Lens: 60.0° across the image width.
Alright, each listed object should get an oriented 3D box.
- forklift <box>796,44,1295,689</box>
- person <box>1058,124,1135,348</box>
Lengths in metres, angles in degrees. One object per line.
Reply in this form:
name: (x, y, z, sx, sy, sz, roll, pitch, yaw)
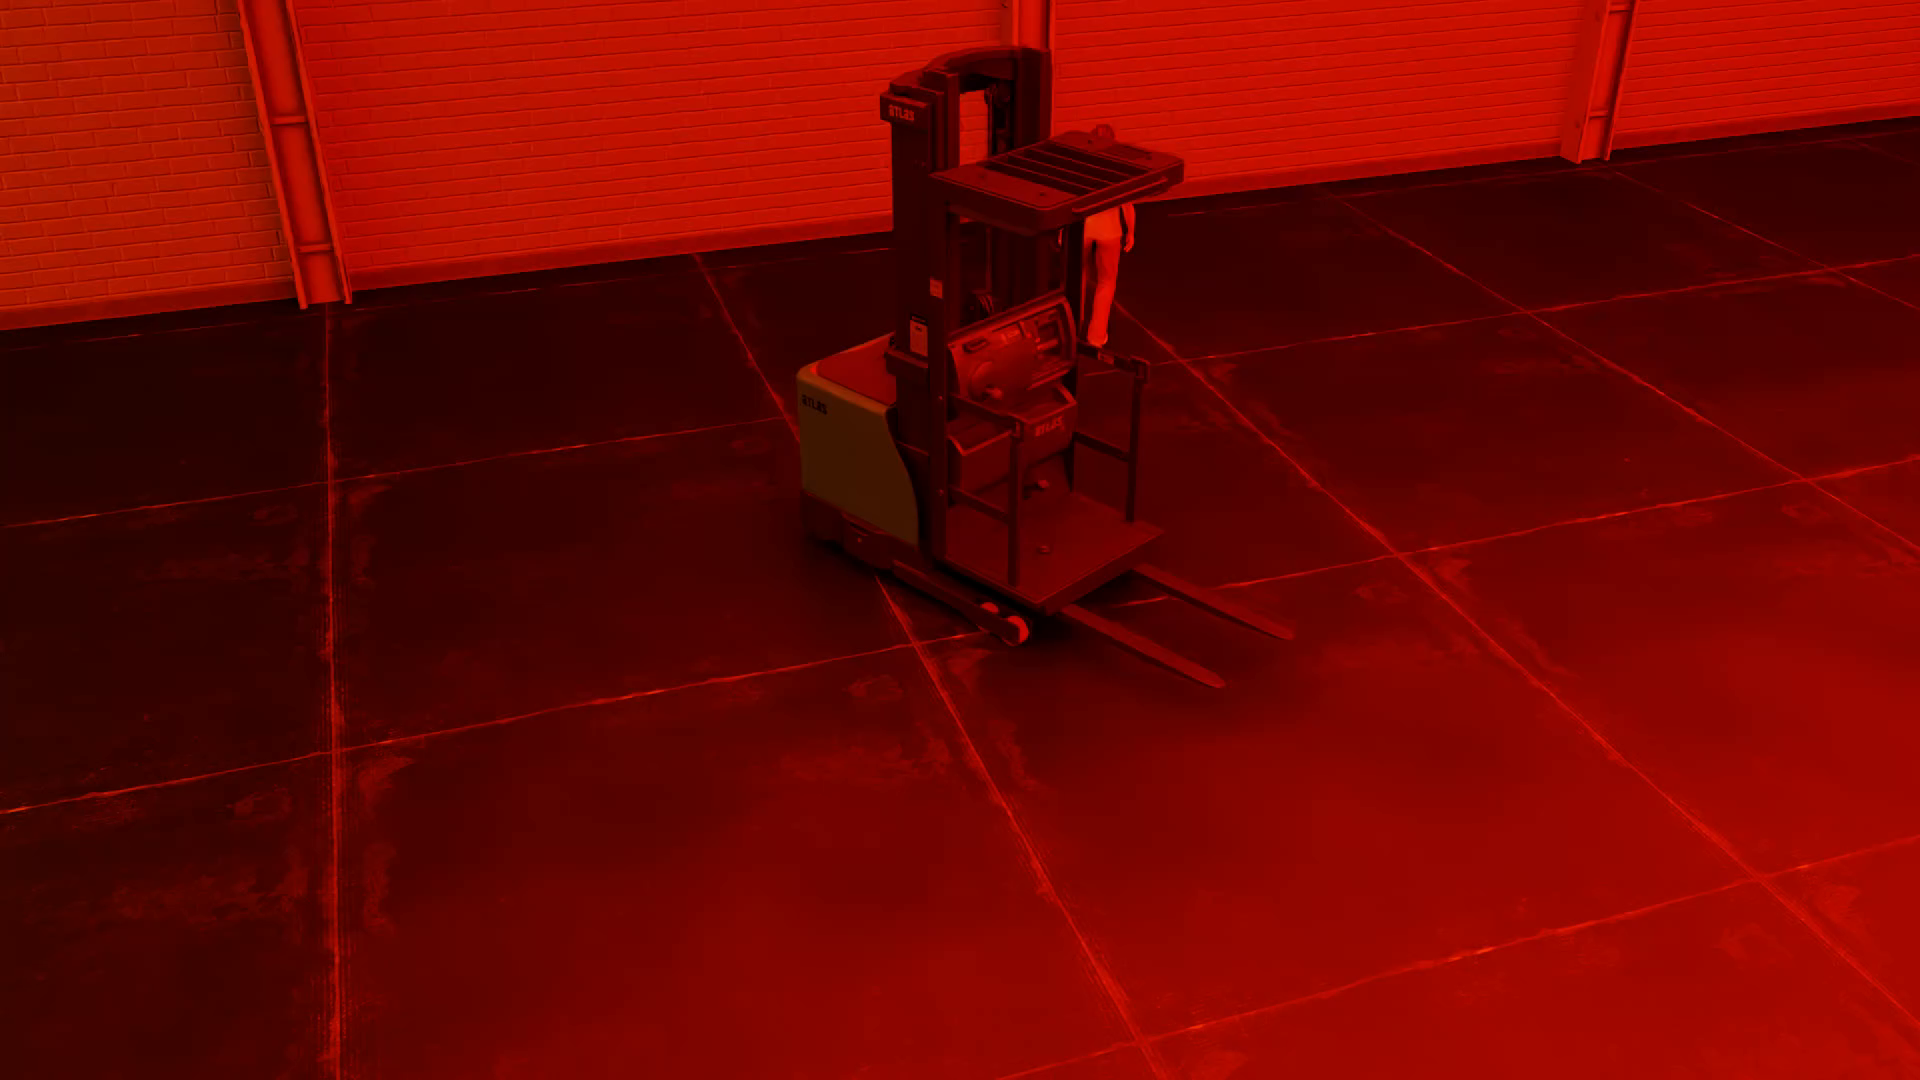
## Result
forklift: (0.442, -0.986, 8.800, 3.031, 2.935, 1.130, 26, 39, 37)
person: (1.021, -2.236, 12.316, 0.561, 1.710, 0.529, 10, 32, 17)
